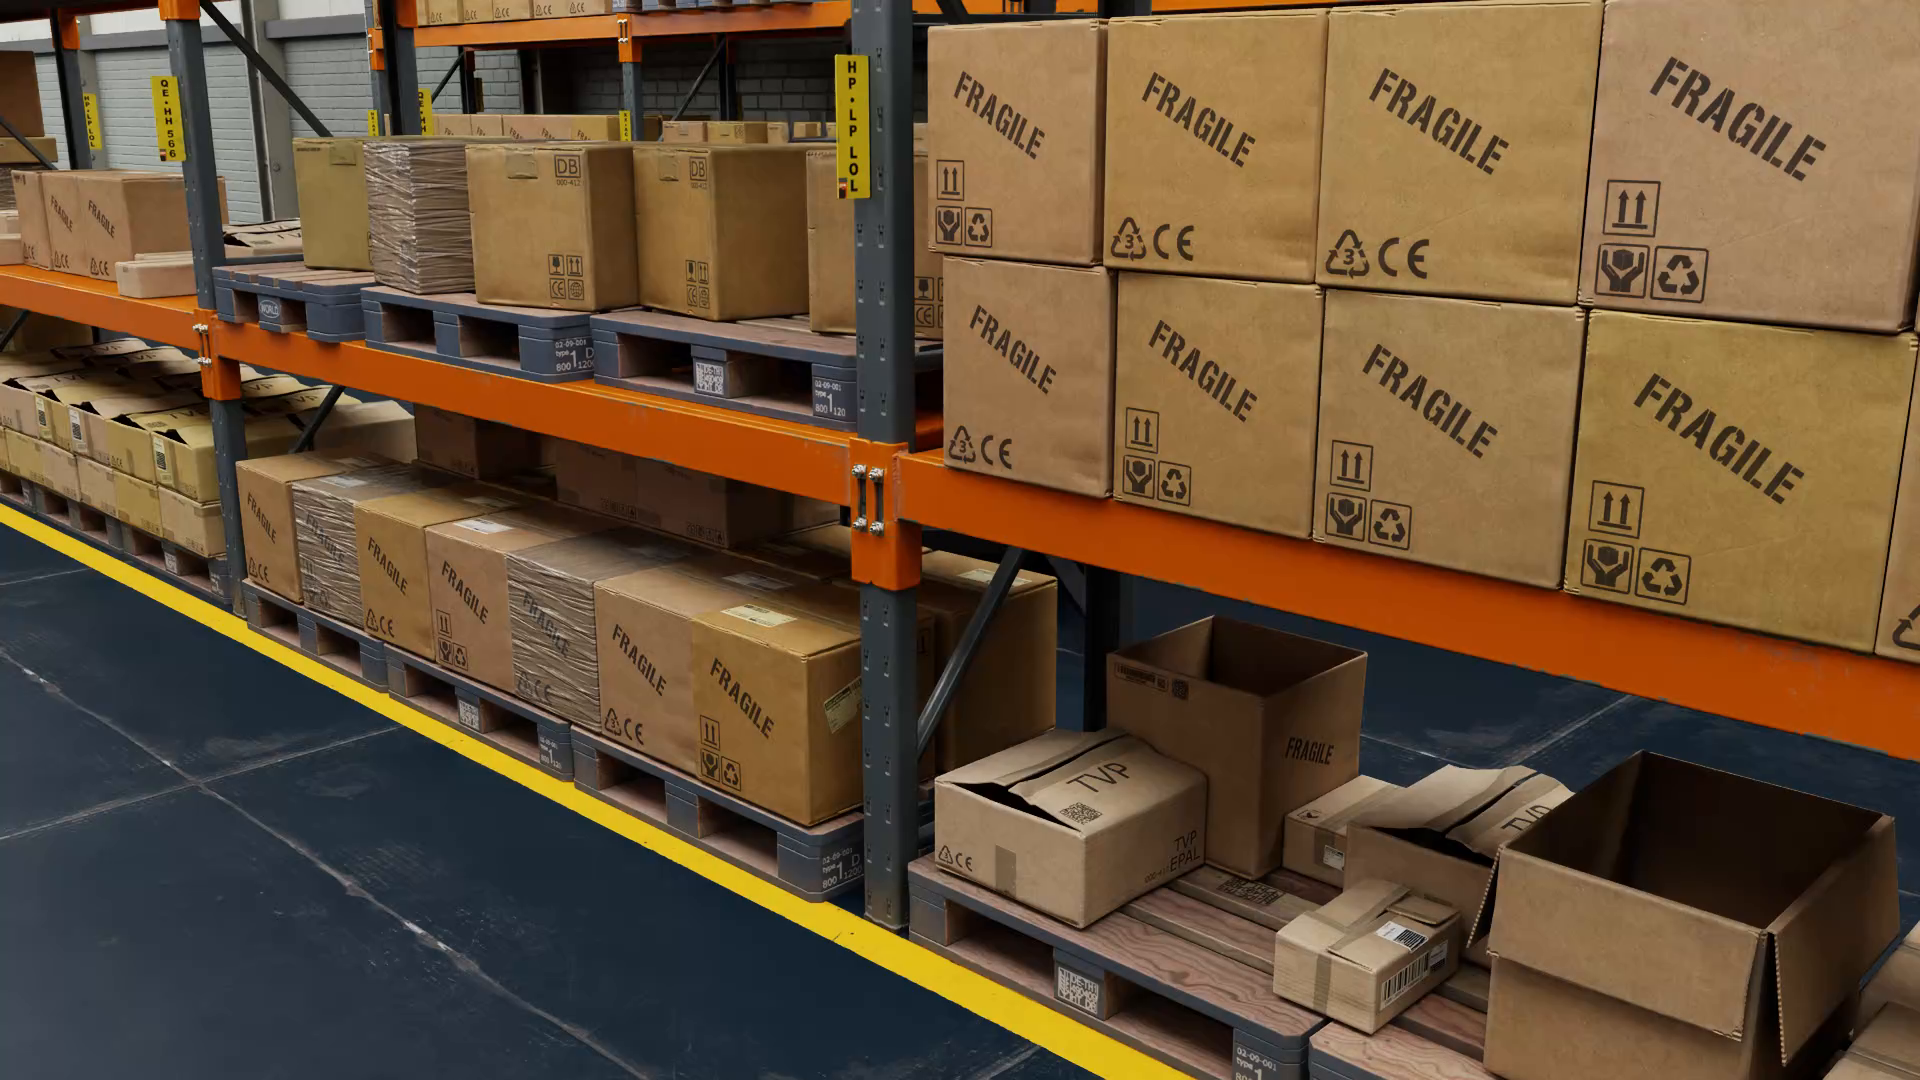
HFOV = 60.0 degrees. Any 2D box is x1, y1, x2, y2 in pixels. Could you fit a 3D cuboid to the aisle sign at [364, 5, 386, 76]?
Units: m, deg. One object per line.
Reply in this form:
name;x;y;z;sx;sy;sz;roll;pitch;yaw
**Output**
aisle sign;-5.331;-4.722;15.449;0.004;0.787;0.394;14;20;42

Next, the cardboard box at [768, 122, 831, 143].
cardboard box;-0.956;-2.763;12.016;0.700;0.500;0.500;-11;18;-37

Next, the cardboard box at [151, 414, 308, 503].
cardboard box;-3.295;-0.397;7.514;0.500;0.311;0.500;-14;20;-43

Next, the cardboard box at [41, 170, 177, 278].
cardboard box;-4.346;-1.637;8.568;0.500;0.500;0.500;14;20;42

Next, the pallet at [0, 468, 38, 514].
pallet;-5.069;-0.435;9.682;1.213;0.211;1.003;14;20;42

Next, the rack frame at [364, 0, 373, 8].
rack frame;-5.071;-6.409;15.181;0.127;3.000;1.000;14;20;42

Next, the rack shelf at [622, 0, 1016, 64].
rack shelf;-0.751;-3.559;11.620;4.000;0.370;1.077;14;20;42

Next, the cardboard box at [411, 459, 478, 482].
cardboard box;-1.911;-0.088;6.906;0.500;0.500;0.500;-14;20;-42

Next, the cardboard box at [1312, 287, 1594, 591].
cardboard box;1.039;-0.239;3.200;0.500;0.500;0.500;14;20;42

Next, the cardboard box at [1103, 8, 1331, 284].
cardboard box;0.648;-0.814;3.427;0.500;0.500;0.500;13;19;40

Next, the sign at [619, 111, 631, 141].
sign;-2.562;-3.125;12.759;0.005;0.325;0.100;14;20;42

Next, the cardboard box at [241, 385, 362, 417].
cardboard box;-3.305;-0.585;8.237;0.500;0.311;0.500;13;19;41

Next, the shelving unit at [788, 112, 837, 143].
shelving unit;-0.611;-1.295;9.236;0.503;2.100;0.431;6;16;23

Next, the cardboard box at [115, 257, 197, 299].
cardboard box;-3.587;-1.192;7.554;0.250;0.149;0.380;14;20;42

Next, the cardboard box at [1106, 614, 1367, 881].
cardboard box;0.739;0.539;4.499;0.500;0.500;0.500;14;20;42

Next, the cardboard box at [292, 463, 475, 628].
cardboard box;-2.237;0.013;6.518;0.500;0.500;0.500;13;19;40

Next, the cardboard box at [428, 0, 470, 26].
cardboard box;-4.265;-4.721;14.414;0.500;0.500;0.500;-13;20;-42

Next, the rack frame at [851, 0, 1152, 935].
rack frame;0.132;-0.506;4.424;0.127;3.000;1.000;14;20;42

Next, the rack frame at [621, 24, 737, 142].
rack frame;-2.191;-2.806;13.251;0.127;3.000;1.000;14;20;42

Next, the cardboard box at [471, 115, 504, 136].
cardboard box;-3.839;-3.400;14.301;0.500;0.500;0.500;-14;20;-42

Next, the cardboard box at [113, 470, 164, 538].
cardboard box;-3.669;-0.216;7.932;0.500;0.250;0.500;13;20;42

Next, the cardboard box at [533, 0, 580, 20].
cardboard box;-3.082;-4.450;13.373;0.500;0.500;0.500;12;19;38

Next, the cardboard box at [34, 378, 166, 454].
cardboard box;-4.395;-0.664;8.538;0.500;0.311;0.500;-14;20;-43

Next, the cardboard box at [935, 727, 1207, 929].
cardboard box;0.284;0.695;4.275;0.500;0.311;0.500;14;20;42

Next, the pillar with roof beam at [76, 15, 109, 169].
pillar with roof beam;-15.593;-7.762;20.375;0.400;9.000;9.100;14;20;42

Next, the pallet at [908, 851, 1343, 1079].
pallet;0.626;0.964;4.314;1.213;0.211;1.003;14;20;42

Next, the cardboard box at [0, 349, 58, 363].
cardboard box;-5.502;-0.932;9.570;0.500;0.311;0.500;14;20;42

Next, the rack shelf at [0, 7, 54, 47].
rack shelf;-7.067;-3.359;10.854;4.000;0.370;1.077;14;20;42

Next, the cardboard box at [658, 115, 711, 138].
cardboard box;-2.385;-3.226;13.634;0.500;0.500;0.500;13;19;41

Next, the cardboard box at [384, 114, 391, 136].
cardboard box;-4.936;-3.668;15.330;0.500;0.500;0.500;14;20;42

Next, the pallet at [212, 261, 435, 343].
pallet;-2.211;-1.007;6.729;1.003;0.211;1.213;14;20;42

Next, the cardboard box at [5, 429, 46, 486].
cardboard box;-4.767;-0.483;8.958;0.500;0.250;0.500;13;19;41

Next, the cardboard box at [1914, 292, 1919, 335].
cardboard box;1.760;-0.544;2.390;0.500;0.500;0.500;-14;20;-43

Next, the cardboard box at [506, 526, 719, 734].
cardboard box;-1.133;0.281;5.491;0.500;0.500;0.500;14;20;43

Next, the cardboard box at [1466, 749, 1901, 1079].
cardboard box;1.488;0.817;3.425;0.637;0.503;0.797;14;20;42

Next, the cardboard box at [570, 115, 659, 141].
cardboard box;-2.746;-3.132;13.275;0.500;0.500;0.500;14;20;42

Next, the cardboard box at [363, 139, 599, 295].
cardboard box;-1.690;-1.173;5.954;0.700;0.500;0.500;-10;18;-34

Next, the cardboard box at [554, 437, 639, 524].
cardboard box;-1.128;-0.264;6.092;0.500;0.250;0.500;13;20;41

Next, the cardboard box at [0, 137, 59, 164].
cardboard box;-5.686;-2.350;10.019;0.250;0.149;0.380;14;20;42

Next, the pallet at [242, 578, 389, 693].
pallet;-2.236;0.281;6.935;1.213;0.211;1.003;14;20;42

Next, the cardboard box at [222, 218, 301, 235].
cardboard box;-3.257;-1.354;7.858;0.500;0.311;0.500;13;20;42

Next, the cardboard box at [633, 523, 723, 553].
cardboard box;-0.793;0.182;5.870;0.500;0.500;0.500;14;20;43

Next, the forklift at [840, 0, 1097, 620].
forklift;0.061;-1.246;7.401;1.130;2.935;3.031;-2;15;-7

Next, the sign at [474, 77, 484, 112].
sign;-4.671;-4.316;16.125;0.005;0.325;0.100;14;20;42

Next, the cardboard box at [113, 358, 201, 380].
cardboard box;-4.400;-0.853;9.266;0.500;0.311;0.500;14;20;42

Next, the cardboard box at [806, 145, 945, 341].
cardboard box;-0.054;-0.881;4.833;0.500;0.500;0.700;7;16;24

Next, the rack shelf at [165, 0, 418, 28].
rack shelf;-1.308;-1.959;5.480;4.000;0.370;1.077;14;20;42
